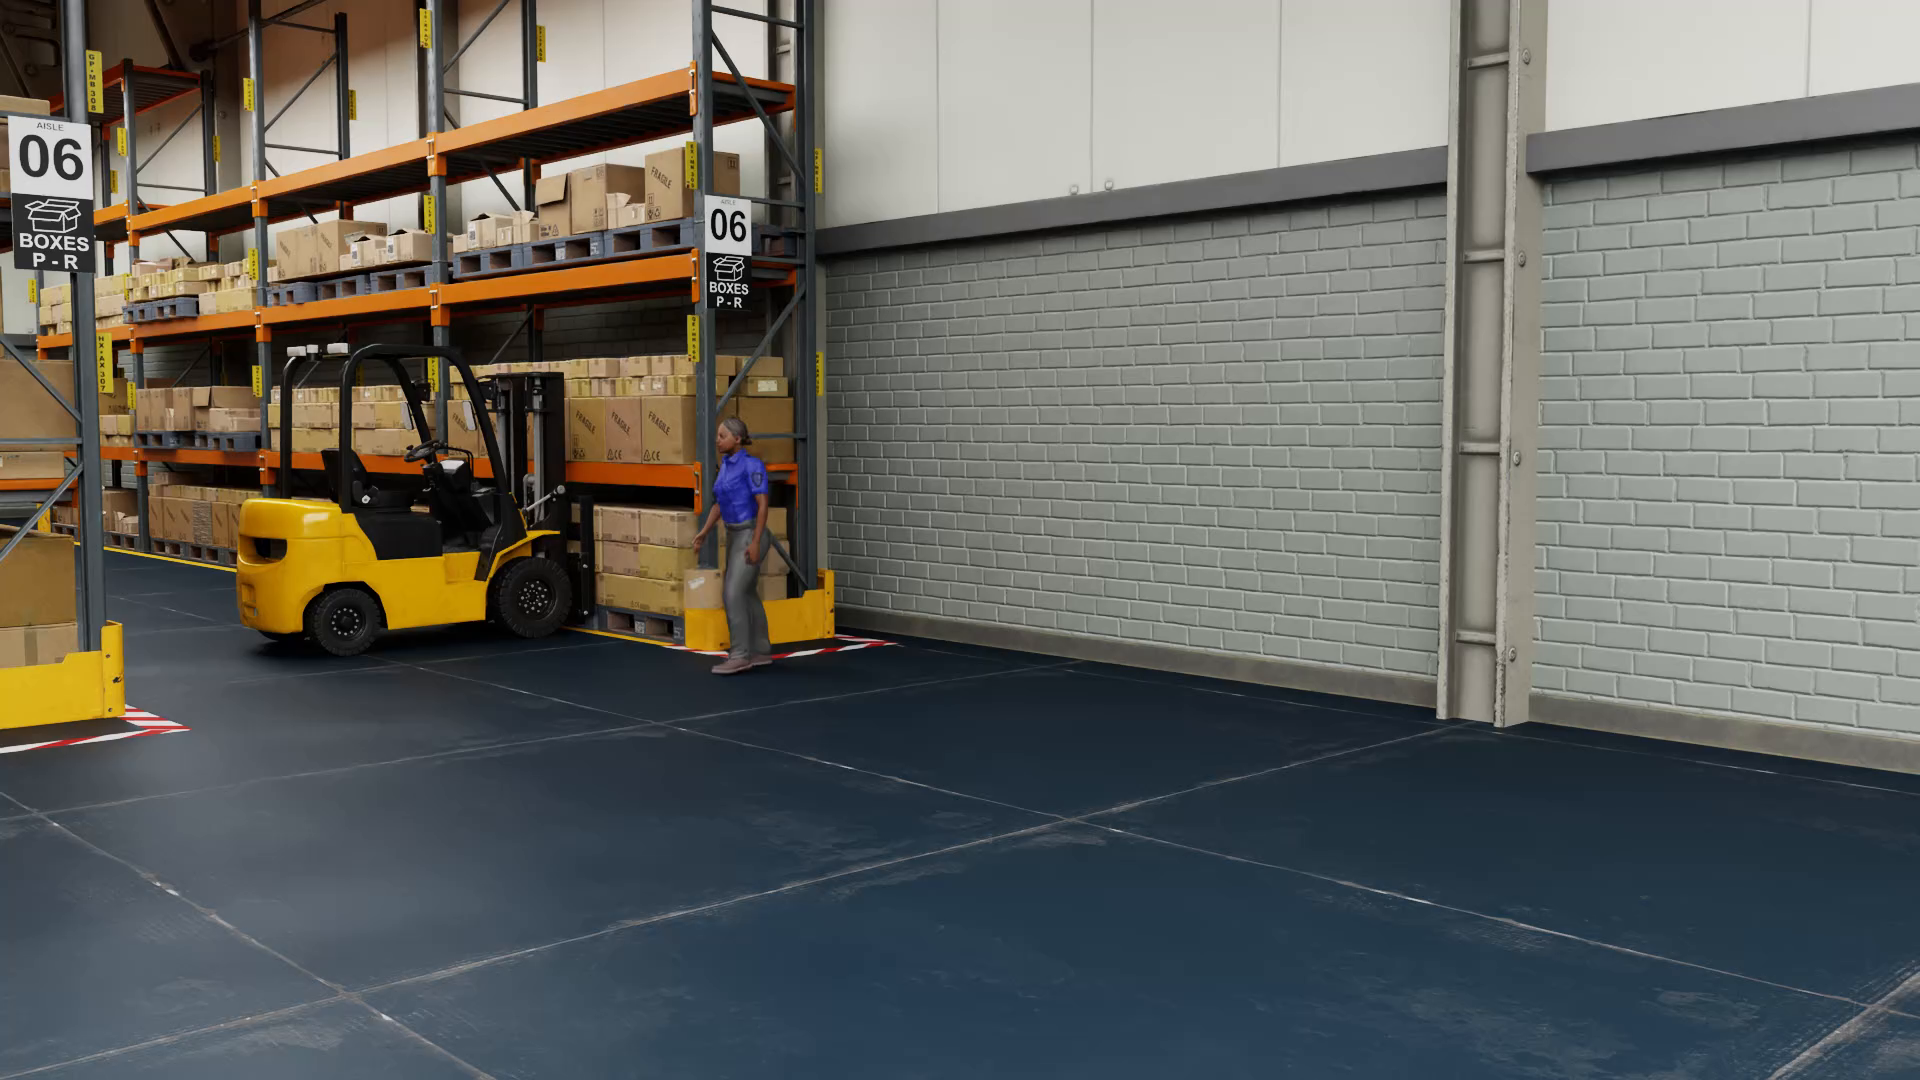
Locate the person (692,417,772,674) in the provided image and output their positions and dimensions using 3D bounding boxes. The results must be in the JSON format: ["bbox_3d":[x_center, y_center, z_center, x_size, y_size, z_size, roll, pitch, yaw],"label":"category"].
[{"bbox_3d":[-1.432,0.030,10.771,0.541,1.645,0.550,-2,5,-31],"label":"person"}]
